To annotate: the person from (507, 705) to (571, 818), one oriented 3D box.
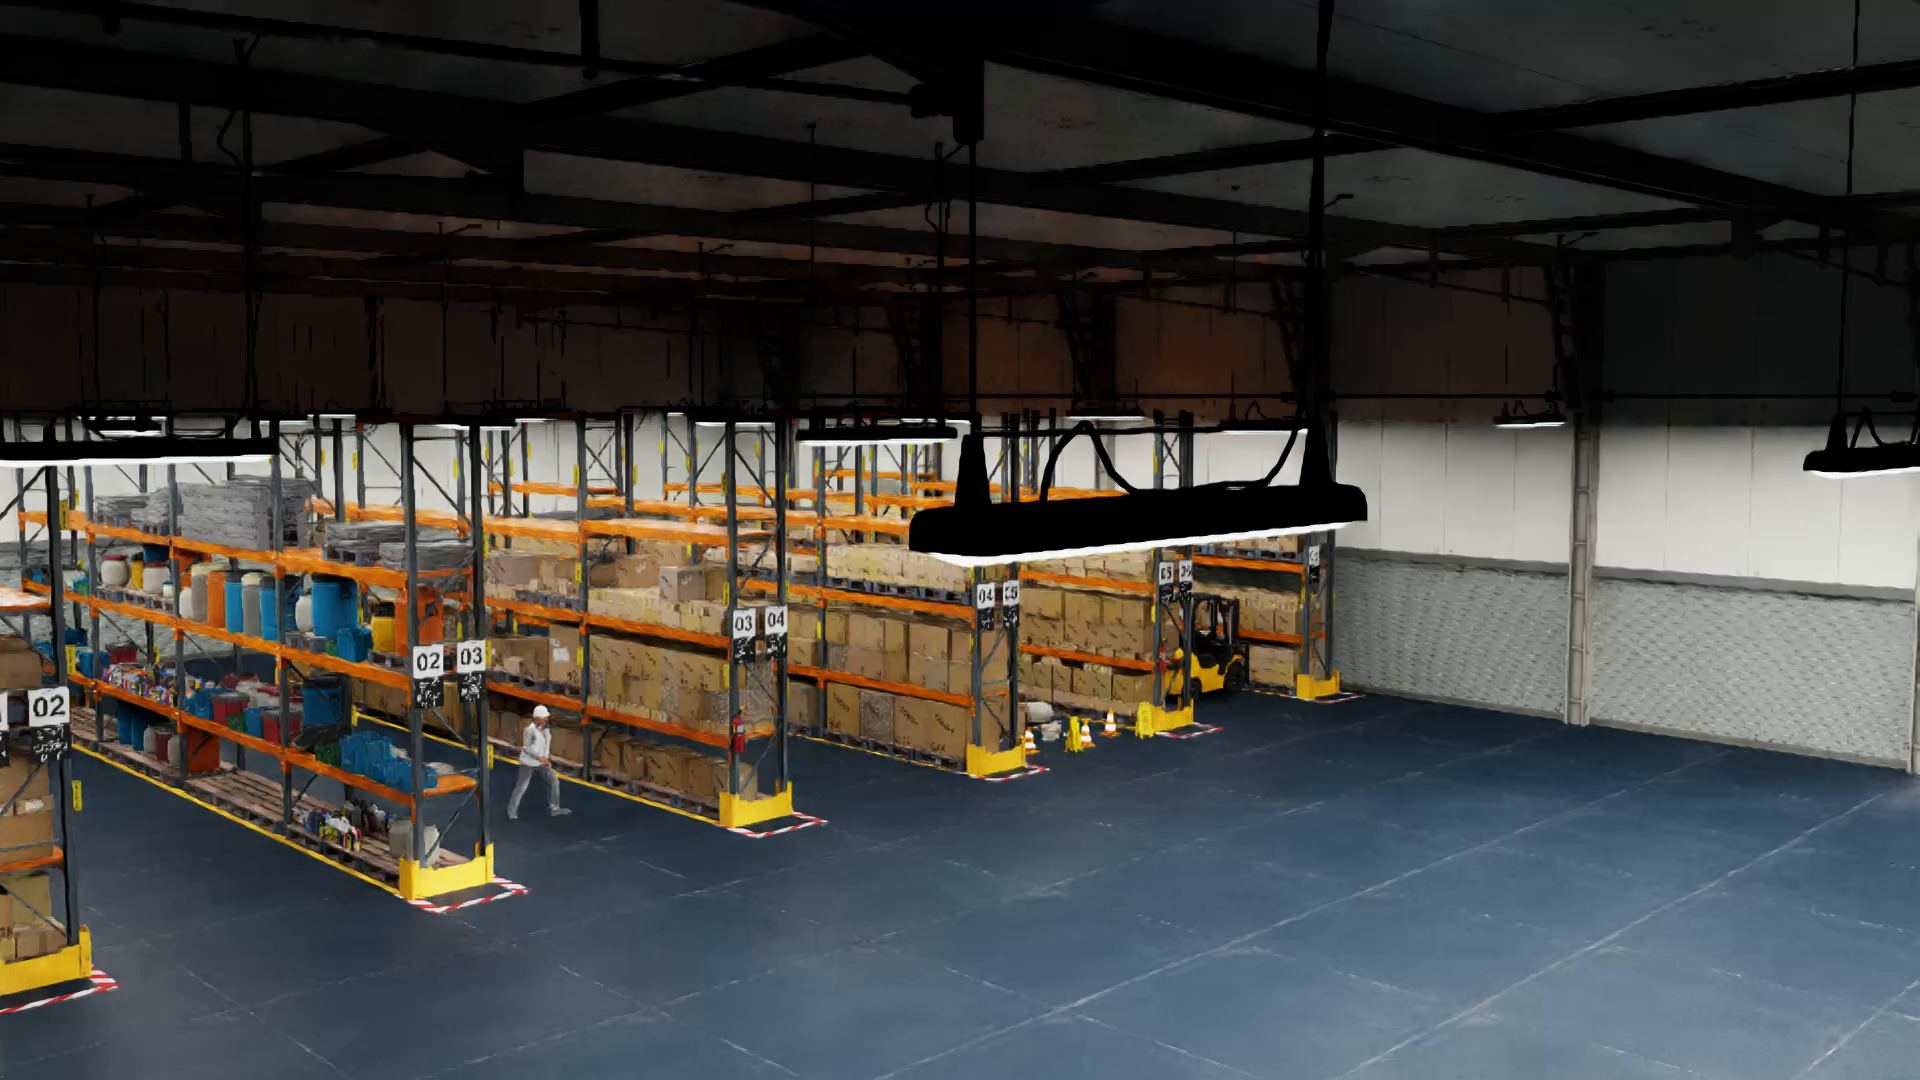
[{"bbox_3d":[-6.366,3.309,24.912,0.837,1.713,0.683,3,6,29],"label":"person"}]
